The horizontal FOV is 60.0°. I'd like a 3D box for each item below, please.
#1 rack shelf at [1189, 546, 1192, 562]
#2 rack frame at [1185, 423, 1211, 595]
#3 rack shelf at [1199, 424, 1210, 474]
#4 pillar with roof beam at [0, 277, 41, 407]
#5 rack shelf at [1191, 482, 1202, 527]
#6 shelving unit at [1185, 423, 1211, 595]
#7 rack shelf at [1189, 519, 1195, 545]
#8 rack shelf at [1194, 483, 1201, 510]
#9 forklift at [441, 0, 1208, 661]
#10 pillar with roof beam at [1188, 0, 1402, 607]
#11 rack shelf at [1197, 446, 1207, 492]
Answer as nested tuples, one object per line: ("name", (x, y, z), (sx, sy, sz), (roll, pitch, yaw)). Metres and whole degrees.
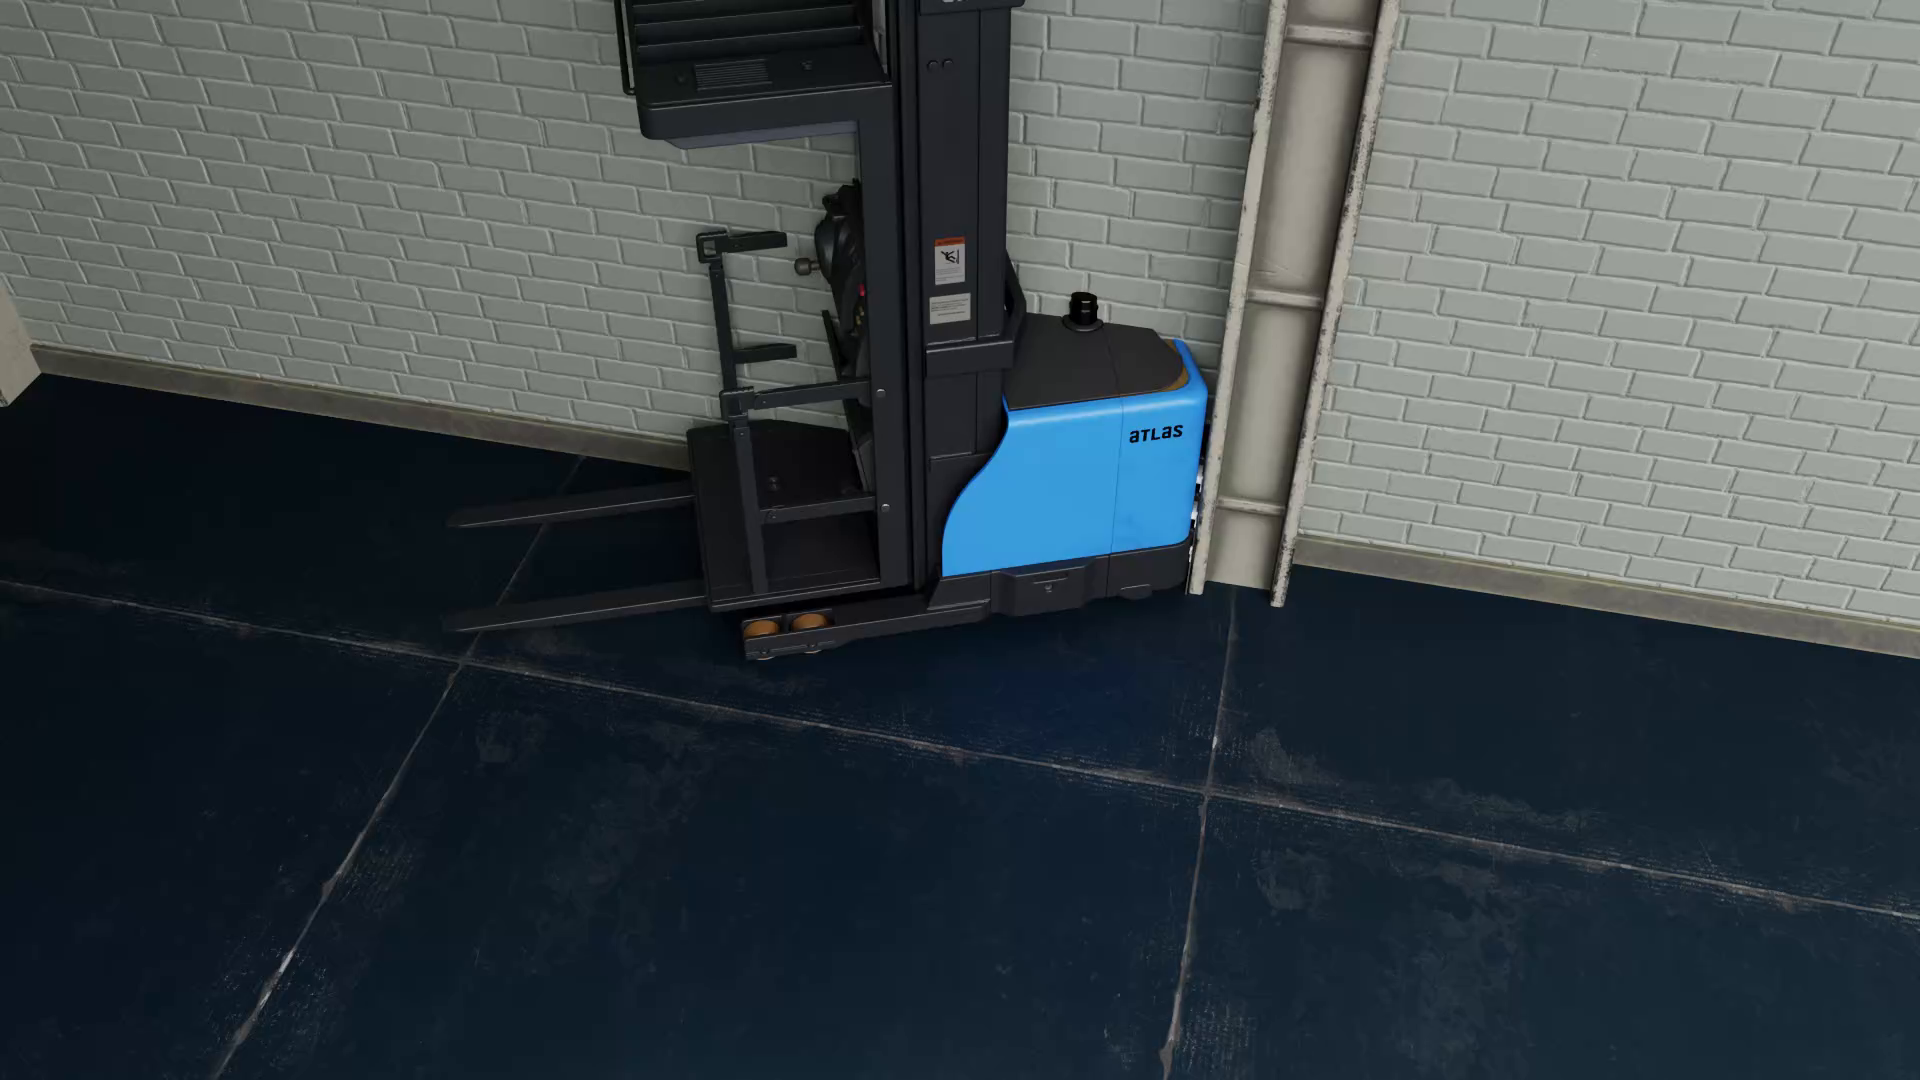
("rack shelf", (0.878, -0.030, 6.943), (0.200, 0.077, 0.258), (9, 39, 8))
("rack frame", (0.984, -0.181, 6.795), (0.006, 0.900, 0.240), (9, 39, 8))
("rack shelf", (0.891, -0.381, 6.663), (0.200, 0.077, 0.258), (9, 39, 8))
("pillar with roof beam", (-5.610, -1.091, 1.854), (0.400, 9.000, 9.100), (9, 45, 9))
("rack shelf", (0.884, -0.171, 6.831), (0.200, 0.077, 0.258), (9, 39, 8))
("shelving unit", (0.885, -0.197, 6.810), (0.210, 0.900, 0.258), (9, 39, 8))
("rack shelf", (0.881, -0.100, 6.887), (0.200, 0.077, 0.258), (9, 39, 8))
("rack shelf", (0.886, -0.241, 6.775), (0.200, 0.077, 0.258), (9, 39, 8))
("forklift", (-0.613, -0.972, 6.107), (3.031, 2.935, 1.130), (-8, 44, -8))
("pillar with roof beam", (0.245, -0.182, 0.910), (0.400, 9.000, 9.100), (9, 45, 9))
("rack shelf", (0.889, -0.311, 6.719), (0.200, 0.077, 0.258), (9, 39, 8))
